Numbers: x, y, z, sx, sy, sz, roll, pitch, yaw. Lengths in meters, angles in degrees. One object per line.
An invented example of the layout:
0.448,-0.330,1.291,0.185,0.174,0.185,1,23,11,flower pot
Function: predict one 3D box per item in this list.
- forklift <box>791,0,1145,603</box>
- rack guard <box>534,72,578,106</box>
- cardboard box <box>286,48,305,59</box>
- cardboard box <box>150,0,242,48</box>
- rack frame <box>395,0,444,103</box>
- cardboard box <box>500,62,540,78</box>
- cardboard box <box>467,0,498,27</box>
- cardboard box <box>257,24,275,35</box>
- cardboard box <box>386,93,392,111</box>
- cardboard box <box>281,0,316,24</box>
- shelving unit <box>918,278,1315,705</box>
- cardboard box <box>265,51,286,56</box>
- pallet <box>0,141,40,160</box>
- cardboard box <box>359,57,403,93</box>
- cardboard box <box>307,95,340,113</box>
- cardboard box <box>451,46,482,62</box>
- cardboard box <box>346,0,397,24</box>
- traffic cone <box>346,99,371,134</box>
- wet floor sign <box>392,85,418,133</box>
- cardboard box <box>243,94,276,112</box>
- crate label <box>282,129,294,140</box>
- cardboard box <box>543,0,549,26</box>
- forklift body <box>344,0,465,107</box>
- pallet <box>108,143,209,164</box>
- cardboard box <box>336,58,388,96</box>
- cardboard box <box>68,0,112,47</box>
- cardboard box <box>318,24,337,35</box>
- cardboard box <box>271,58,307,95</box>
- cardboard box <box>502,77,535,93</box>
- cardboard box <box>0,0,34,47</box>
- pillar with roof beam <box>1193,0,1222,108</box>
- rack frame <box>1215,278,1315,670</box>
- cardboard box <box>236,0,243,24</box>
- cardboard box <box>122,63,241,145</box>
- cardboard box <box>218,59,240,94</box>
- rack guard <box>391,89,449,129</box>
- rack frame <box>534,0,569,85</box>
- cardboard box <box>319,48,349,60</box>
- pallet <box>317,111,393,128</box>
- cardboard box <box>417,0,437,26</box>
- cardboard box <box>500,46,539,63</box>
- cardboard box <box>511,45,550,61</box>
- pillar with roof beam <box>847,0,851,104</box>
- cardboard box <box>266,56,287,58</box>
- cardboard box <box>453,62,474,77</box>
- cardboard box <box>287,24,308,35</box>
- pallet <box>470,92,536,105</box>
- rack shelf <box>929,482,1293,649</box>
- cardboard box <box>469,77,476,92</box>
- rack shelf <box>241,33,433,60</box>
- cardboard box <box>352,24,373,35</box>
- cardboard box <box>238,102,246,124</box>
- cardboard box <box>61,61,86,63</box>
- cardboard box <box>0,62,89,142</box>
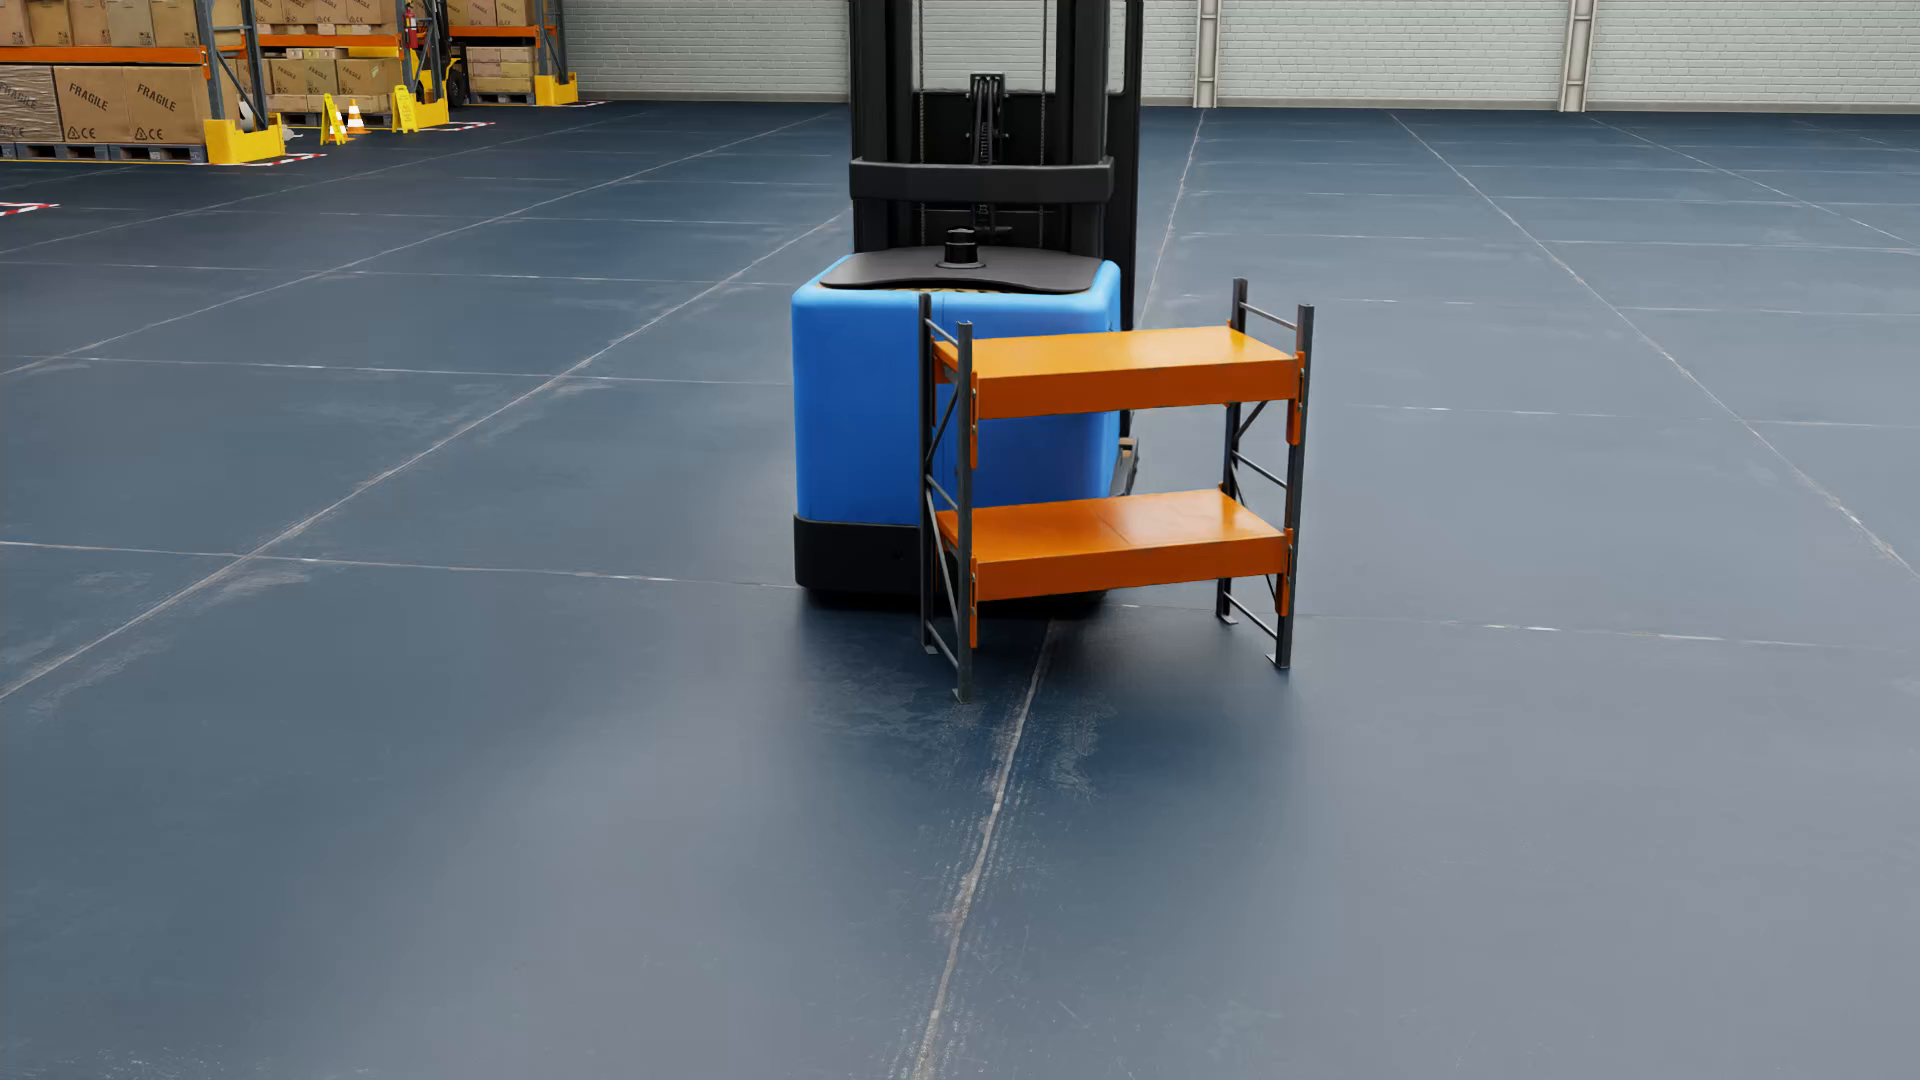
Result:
0.170,-1.609,6.492,1.130,2.935,3.031,3,19,8,forklift
-7.090,-7.929,29.213,0.348,0.500,1.175,3,19,9,rack guard
-9.611,-7.103,24.271,0.250,0.149,0.380,4,19,11,cardboard box
-8.957,-6.080,19.512,0.550,0.550,0.875,3,19,9,cardboard box
-7.898,-7.561,24.172,0.127,3.000,1.000,3,19,9,rack frame
-7.644,-8.175,28.891,0.500,0.250,0.500,3,19,8,cardboard box
-8.152,-9.135,28.719,0.500,0.500,0.500,4,19,10,cardboard box
-10.072,-7.455,24.253,0.250,0.149,0.380,3,19,8,cardboard box
-8.650,-6.583,24.922,0.500,0.250,0.500,3,19,8,cardboard box
-9.464,-7.743,24.091,0.500,0.500,0.500,3,19,8,cardboard box
0.445,-0.170,5.038,1.048,1.125,0.538,-5,19,-14,shelving unit
-12.345,-8.454,29.924,0.625,0.625,0.875,3,19,8,cardboard box
-11.794,-4.821,20.379,1.213,0.211,1.003,3,19,9,pallet
-8.674,-6.940,24.806,0.500,0.500,0.500,2,19,7,cardboard box
-9.249,-6.441,24.497,0.500,0.250,0.500,3,19,9,cardboard box
-8.623,-8.457,28.946,0.500,0.250,0.500,3,19,9,cardboard box
-8.477,-7.690,23.933,0.500,0.500,0.500,3,19,8,cardboard box
-8.527,-5.975,23.432,0.334,0.463,0.336,3,19,9,traffic cone
-7.880,-6.099,23.515,0.232,0.644,0.267,10,21,27,wet floor sign
-10.254,-6.494,24.655,0.500,0.250,0.500,3,19,8,cardboard box
-9.153,-5.476,22.453,0.298,0.136,0.250,-7,20,-20,crate label
-7.559,-9.275,29.139,0.500,0.500,0.500,4,19,10,cardboard box
-9.276,-8.237,27.532,1.214,2.155,2.313,3,19,9,forklift body
-9.385,-4.698,20.012,1.213,0.211,1.003,3,19,9,pallet
-8.730,-6.770,24.299,0.500,0.500,0.500,3,19,9,cardboard box
-10.036,-6.169,19.776,0.550,0.550,0.875,3,19,9,cardboard box
-9.077,-7.394,24.071,0.250,0.149,0.380,3,19,10,cardboard box
-9.743,-6.823,24.457,0.500,0.500,0.500,2,19,7,cardboard box
-7.628,-7.936,28.965,0.500,0.250,0.500,3,19,9,cardboard box
-11.105,-6.178,19.803,0.550,0.550,0.875,3,19,9,cardboard box
3.507,-10.326,22.981,0.400,9.000,9.100,3,19,9,pillar with roof beam
0.936,-0.212,5.164,0.032,1.125,0.500,-5,19,-14,rack frame
-10.464,-7.794,24.242,0.500,0.500,0.500,3,19,8,cardboard box
-9.263,-5.210,19.833,0.875,0.875,0.875,3,19,9,cardboard box
-10.777,-6.875,24.613,0.500,0.500,0.500,4,19,11,cardboard box
-7.973,-6.379,24.580,0.348,0.500,1.175,3,19,9,rack guard
-7.114,-9.116,28.820,0.127,3.000,1.000,3,19,9,rack frame
-9.103,-7.075,24.189,0.250,0.149,0.380,3,19,10,cardboard box
-8.769,-6.294,24.781,1.213,0.211,1.003,3,19,9,pallet
-9.157,-9.182,28.861,0.500,0.500,0.500,3,19,9,cardboard box
-7.618,-8.411,28.809,0.500,0.250,0.500,4,19,10,cardboard box
-7.559,-8.569,29.281,0.500,0.250,0.500,3,19,8,cardboard box
-2.417,-10.628,23.884,0.400,9.000,9.100,3,19,9,pillar with roof beam
-10.214,-7.017,25.036,0.500,0.500,0.500,4,19,12,cardboard box
-8.651,-8.223,29.035,0.500,0.250,0.500,2,19,7,cardboard box
-9.575,-7.436,24.195,0.250,0.149,0.380,3,19,8,cardboard box
-7.876,-7.819,29.339,1.213,0.211,1.003,3,19,9,pallet
0.445,0.062,5.115,1.000,0.278,0.538,-5,19,-14,rack shelf
-8.610,-7.992,29.132,0.500,0.250,0.500,3,19,9,cardboard box
-9.872,-7.320,24.587,4.000,0.370,1.077,3,19,9,rack shelf
-8.569,-7.371,24.002,0.250,0.149,0.380,3,19,8,cardboard box
-10.034,-5.672,22.462,0.637,0.503,0.797,-11,21,-29,cardboard box
-15.957,-8.515,30.301,0.500,0.500,0.500,3,19,8,cardboard box
-11.032,-5.300,20.102,0.875,0.875,0.875,3,19,9,cardboard box
